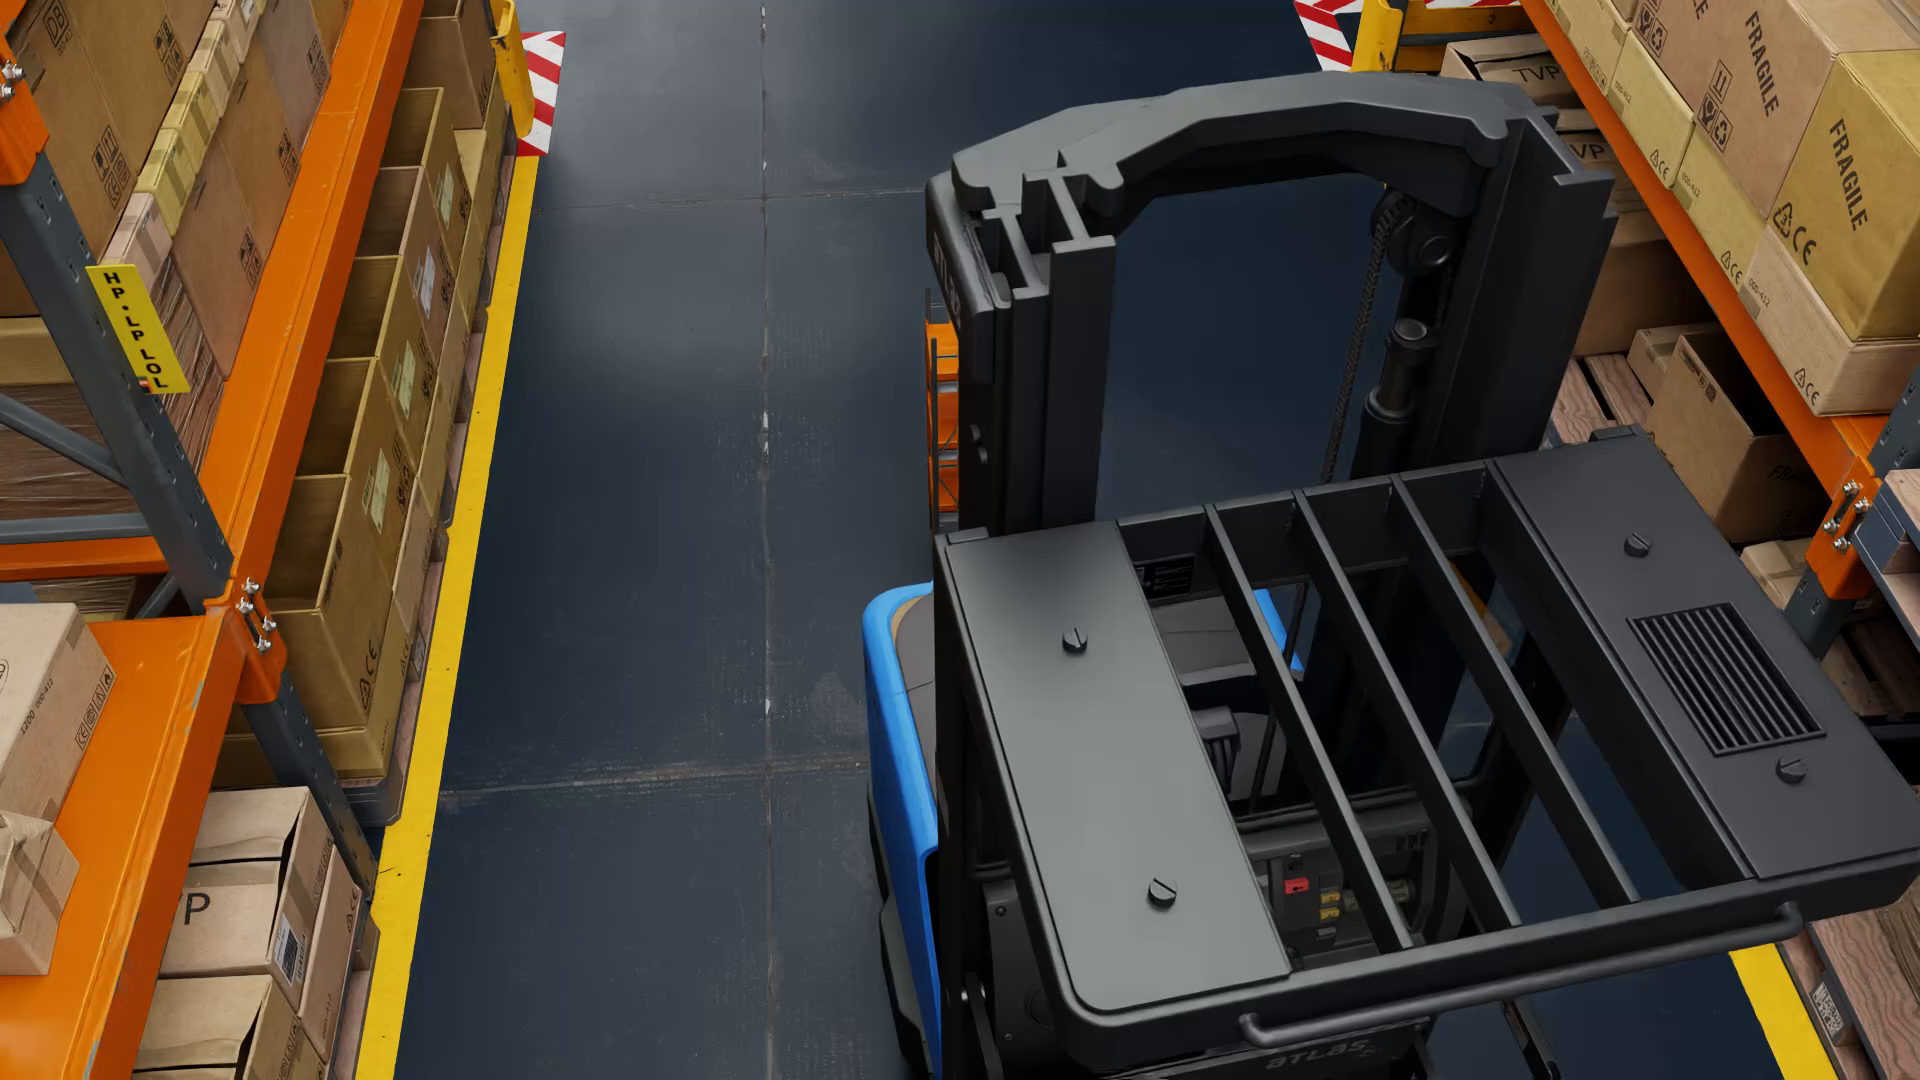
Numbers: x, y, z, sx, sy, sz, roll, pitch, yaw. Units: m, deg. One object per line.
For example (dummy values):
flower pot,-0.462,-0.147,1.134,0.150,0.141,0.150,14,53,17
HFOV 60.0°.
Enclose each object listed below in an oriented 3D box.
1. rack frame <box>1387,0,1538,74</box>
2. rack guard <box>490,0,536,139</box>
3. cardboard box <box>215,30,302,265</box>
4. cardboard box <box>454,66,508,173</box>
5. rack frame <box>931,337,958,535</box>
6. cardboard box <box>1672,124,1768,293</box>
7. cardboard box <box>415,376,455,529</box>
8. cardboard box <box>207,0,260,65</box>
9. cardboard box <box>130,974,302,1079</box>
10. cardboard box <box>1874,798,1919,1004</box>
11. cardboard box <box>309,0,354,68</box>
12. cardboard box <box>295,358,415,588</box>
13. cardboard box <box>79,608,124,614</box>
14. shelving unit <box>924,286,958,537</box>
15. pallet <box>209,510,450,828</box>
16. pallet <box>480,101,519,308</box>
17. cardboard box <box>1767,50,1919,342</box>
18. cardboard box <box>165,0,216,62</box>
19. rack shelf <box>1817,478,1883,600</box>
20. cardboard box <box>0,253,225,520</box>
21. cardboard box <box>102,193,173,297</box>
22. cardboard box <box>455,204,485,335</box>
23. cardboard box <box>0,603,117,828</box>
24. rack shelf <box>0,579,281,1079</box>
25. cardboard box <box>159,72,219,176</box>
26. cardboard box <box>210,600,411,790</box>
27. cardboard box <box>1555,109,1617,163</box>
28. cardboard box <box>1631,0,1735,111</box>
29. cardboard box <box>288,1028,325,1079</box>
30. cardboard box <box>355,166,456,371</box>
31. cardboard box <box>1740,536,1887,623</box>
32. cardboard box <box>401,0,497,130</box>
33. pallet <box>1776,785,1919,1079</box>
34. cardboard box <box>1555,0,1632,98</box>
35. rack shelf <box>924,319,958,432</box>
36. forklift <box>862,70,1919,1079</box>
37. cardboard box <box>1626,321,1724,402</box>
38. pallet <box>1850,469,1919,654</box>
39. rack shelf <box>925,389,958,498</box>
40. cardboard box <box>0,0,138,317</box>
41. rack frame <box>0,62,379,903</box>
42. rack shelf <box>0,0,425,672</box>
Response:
rack frame,2.412,-3.205,6.719,1.000,3.000,0.127,-3,47,-3
rack guard,-2.526,-2.059,7.356,1.175,0.500,0.348,-3,47,-3
cardboard box,-2.321,-1.107,4.663,0.700,0.500,0.500,-3,47,-3
cardboard box,-2.184,-1.730,6.927,0.500,0.250,0.500,-3,47,-3
rack frame,0.015,-0.234,5.249,0.200,1.050,0.008,-3,47,-3
cardboard box,2.372,-0.951,4.675,0.500,0.250,0.500,-3,47,-3
cardboard box,-1.999,-0.284,5.558,0.500,0.250,0.500,-3,47,-3
cardboard box,-2.130,-1.403,4.497,0.380,0.149,0.250,-5,47,-4
cardboard box,-1.820,1.253,3.716,0.500,0.311,0.500,-2,47,-2
cardboard box,2.825,0.929,4.223,0.700,0.500,0.500,-2,47,-2
cardboard box,-2.413,-1.858,5.375,0.700,0.500,0.500,-3,47,-3
cardboard box,-1.965,-0.180,4.942,0.500,0.500,0.500,-3,47,-3
cardboard box,-2.478,0.109,5.185,0.500,0.250,0.500,-3,47,-3
shelving unit,0.004,-0.322,5.332,0.215,1.050,0.252,-3,47,-3
pallet,-2.214,0.374,5.251,1.003,0.211,1.213,-3,47,-3
pallet,-2.418,-1.392,6.922,1.003,0.211,1.213,-3,47,-3
cardboard box,2.399,-0.847,4.060,0.500,0.500,0.500,-4,47,-3
cardboard box,-2.317,-1.536,4.177,0.700,0.500,0.500,-4,47,-3
rack shelf,2.914,1.383,2.869,1.077,0.370,4.000,-3,47,-3
cardboard box,-2.232,-0.362,3.958,0.700,0.500,0.500,-5,47,-4
cardboard box,-2.040,-0.652,3.786,0.380,0.149,0.250,-3,47,-3
cardboard box,-2.087,-1.007,6.243,0.500,0.250,0.500,-3,47,-3
cardboard box,-2.104,0.398,3.410,0.500,0.250,0.500,-1,47,-1
rack shelf,-2.022,1.687,2.582,1.077,0.370,4.000,-3,47,-3
cardboard box,-2.086,-1.029,4.143,0.380,0.149,0.250,-4,47,-4
cardboard box,-1.926,0.440,4.872,0.500,0.250,0.500,-3,47,-3
cardboard box,2.428,-1.513,6.666,0.500,0.311,0.500,0,47,0
cardboard box,2.320,-1.573,4.747,0.500,0.500,0.500,-5,47,-4
cardboard box,-1.825,1.442,3.922,0.500,0.250,0.500,-4,47,-4
cardboard box,-2.043,-0.904,5.628,0.500,0.500,0.500,-3,47,-3
cardboard box,2.672,0.127,5.212,0.380,0.166,0.250,-9,47,-8
cardboard box,-2.182,-1.988,6.655,0.500,0.500,0.500,-3,47,-3
pallet,2.814,1.211,4.458,1.003,0.211,1.213,-3,47,-3
cardboard box,2.271,-1.678,5.363,0.500,0.250,0.500,-3,47,-3
rack shelf,0.005,-0.510,5.134,0.215,0.259,0.240,-3,47,-3
forklift,0.556,0.832,2.944,1.130,2.935,3.031,-9,47,-8
cardboard box,2.633,-0.640,5.951,0.380,0.149,0.250,-7,47,-6
pallet,2.666,0.317,3.516,1.003,0.211,1.213,-3,47,-3
rack shelf,0.004,-0.315,5.340,0.215,0.259,0.240,-3,47,-3
cardboard box,-2.232,-0.808,3.487,0.700,0.500,0.500,-3,47,-3
rack frame,-2.189,-0.007,3.691,1.000,3.000,0.127,-3,47,-3
rack shelf,-2.356,-1.207,5.322,1.077,0.370,4.000,-3,47,-3
